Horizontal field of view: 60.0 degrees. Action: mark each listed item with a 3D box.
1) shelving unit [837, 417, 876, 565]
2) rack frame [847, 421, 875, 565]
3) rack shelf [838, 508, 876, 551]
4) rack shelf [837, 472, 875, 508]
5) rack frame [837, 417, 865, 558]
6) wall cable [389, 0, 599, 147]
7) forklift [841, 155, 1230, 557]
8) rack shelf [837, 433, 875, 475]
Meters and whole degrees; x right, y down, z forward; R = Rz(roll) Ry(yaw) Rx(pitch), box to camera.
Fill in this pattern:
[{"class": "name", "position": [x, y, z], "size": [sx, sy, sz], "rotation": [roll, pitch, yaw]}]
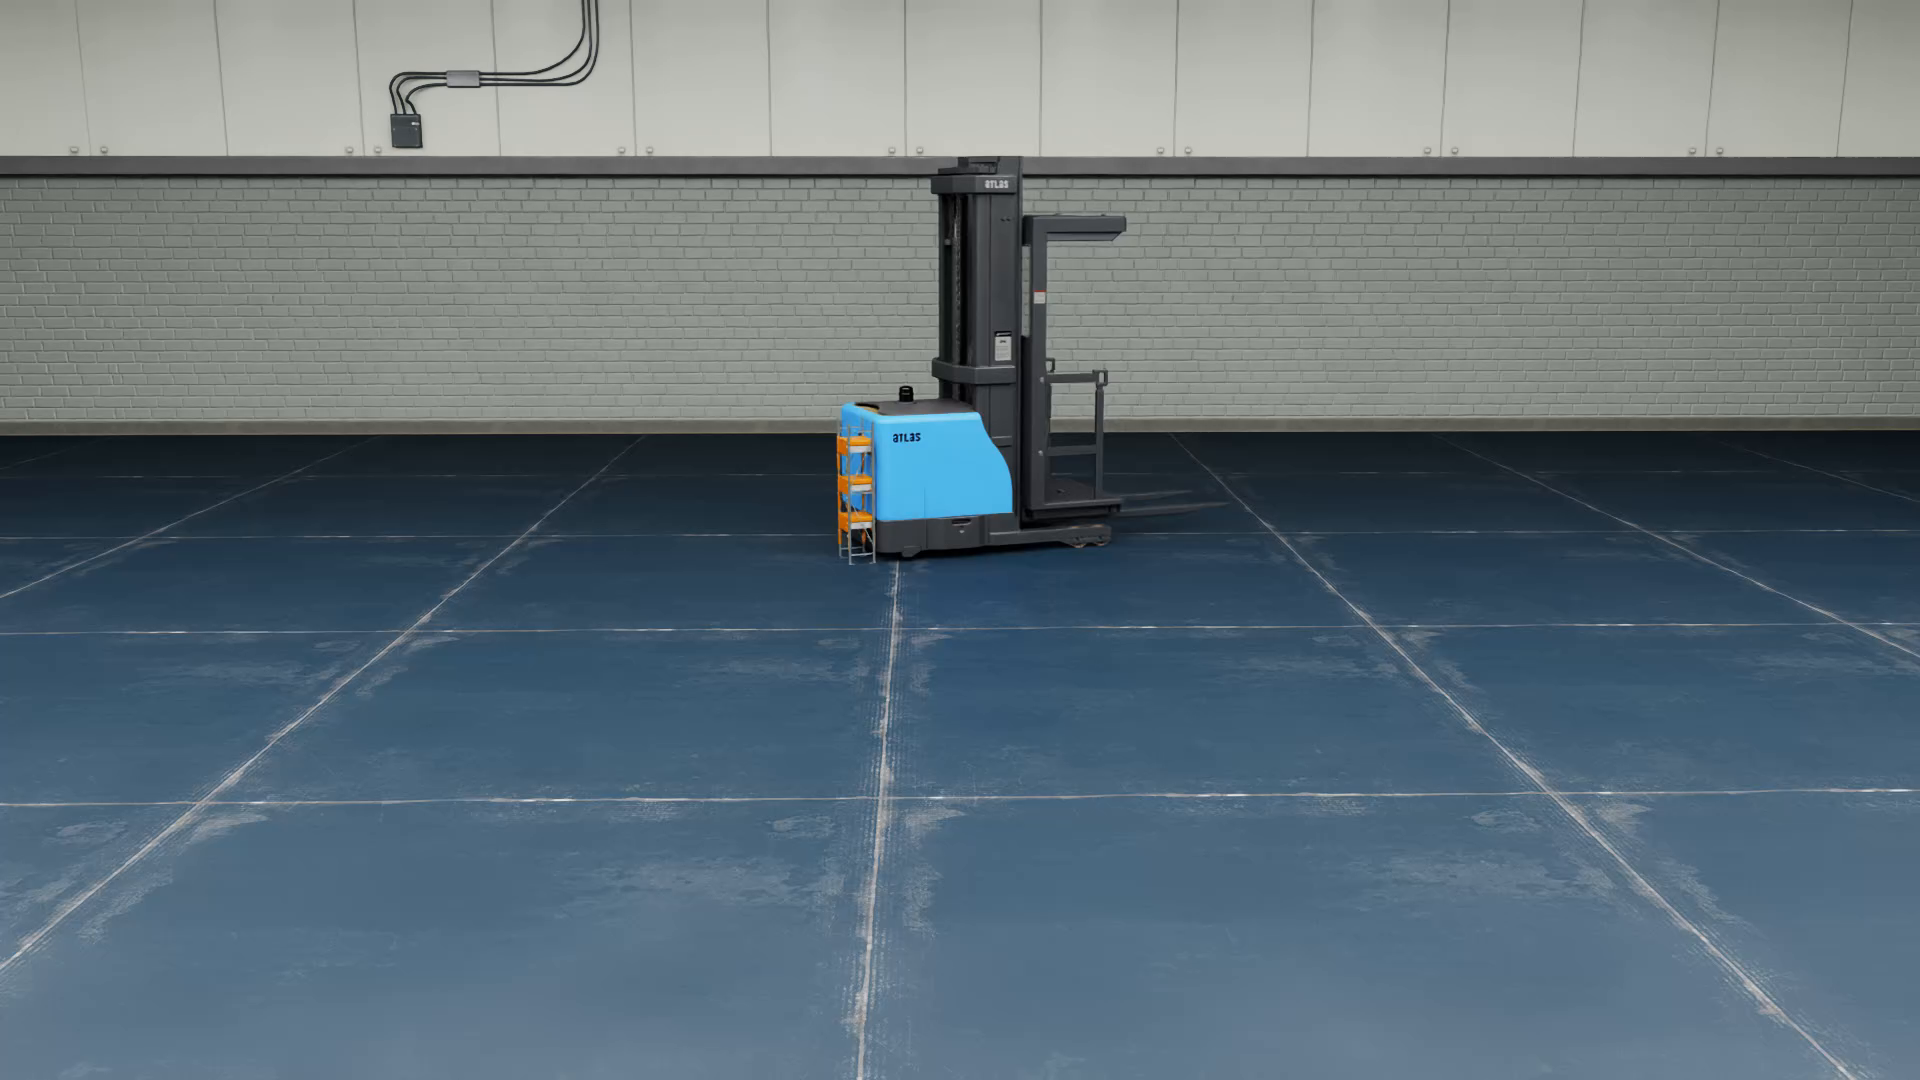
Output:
[{"class": "shelving unit", "position": [-0.763, -0.362, 12.204], "size": [0.215, 1.050, 0.252], "rotation": [-4, 12, -21]}, {"class": "rack frame", "position": [-0.718, -0.340, 12.092], "size": [0.200, 1.050, 0.008], "rotation": [-4, 12, -21]}, {"class": "rack shelf", "position": [-0.763, -0.079, 12.261], "size": [0.215, 0.259, 0.240], "rotation": [-4, 12, -21]}, {"class": "rack shelf", "position": [-0.763, -0.352, 12.206], "size": [0.215, 0.259, 0.240], "rotation": [-4, 12, -21]}, {"class": "rack frame", "position": [-0.807, -0.385, 12.315], "size": [0.200, 1.050, 0.008], "rotation": [-4, 12, -21]}, {"class": "wall cable", "position": [-5.099, -7.282, 17.765], "size": [2.305, 6.003, 0.169], "rotation": [0, 11, -1]}, {"class": "forklift", "position": [0.639, -1.467, 12.919], "size": [3.031, 2.935, 1.130], "rotation": [-4, 12, -20]}, {"class": "rack shelf", "position": [-0.763, -0.630, 12.149], "size": [0.215, 0.259, 0.240], "rotation": [-4, 12, -21]}]
